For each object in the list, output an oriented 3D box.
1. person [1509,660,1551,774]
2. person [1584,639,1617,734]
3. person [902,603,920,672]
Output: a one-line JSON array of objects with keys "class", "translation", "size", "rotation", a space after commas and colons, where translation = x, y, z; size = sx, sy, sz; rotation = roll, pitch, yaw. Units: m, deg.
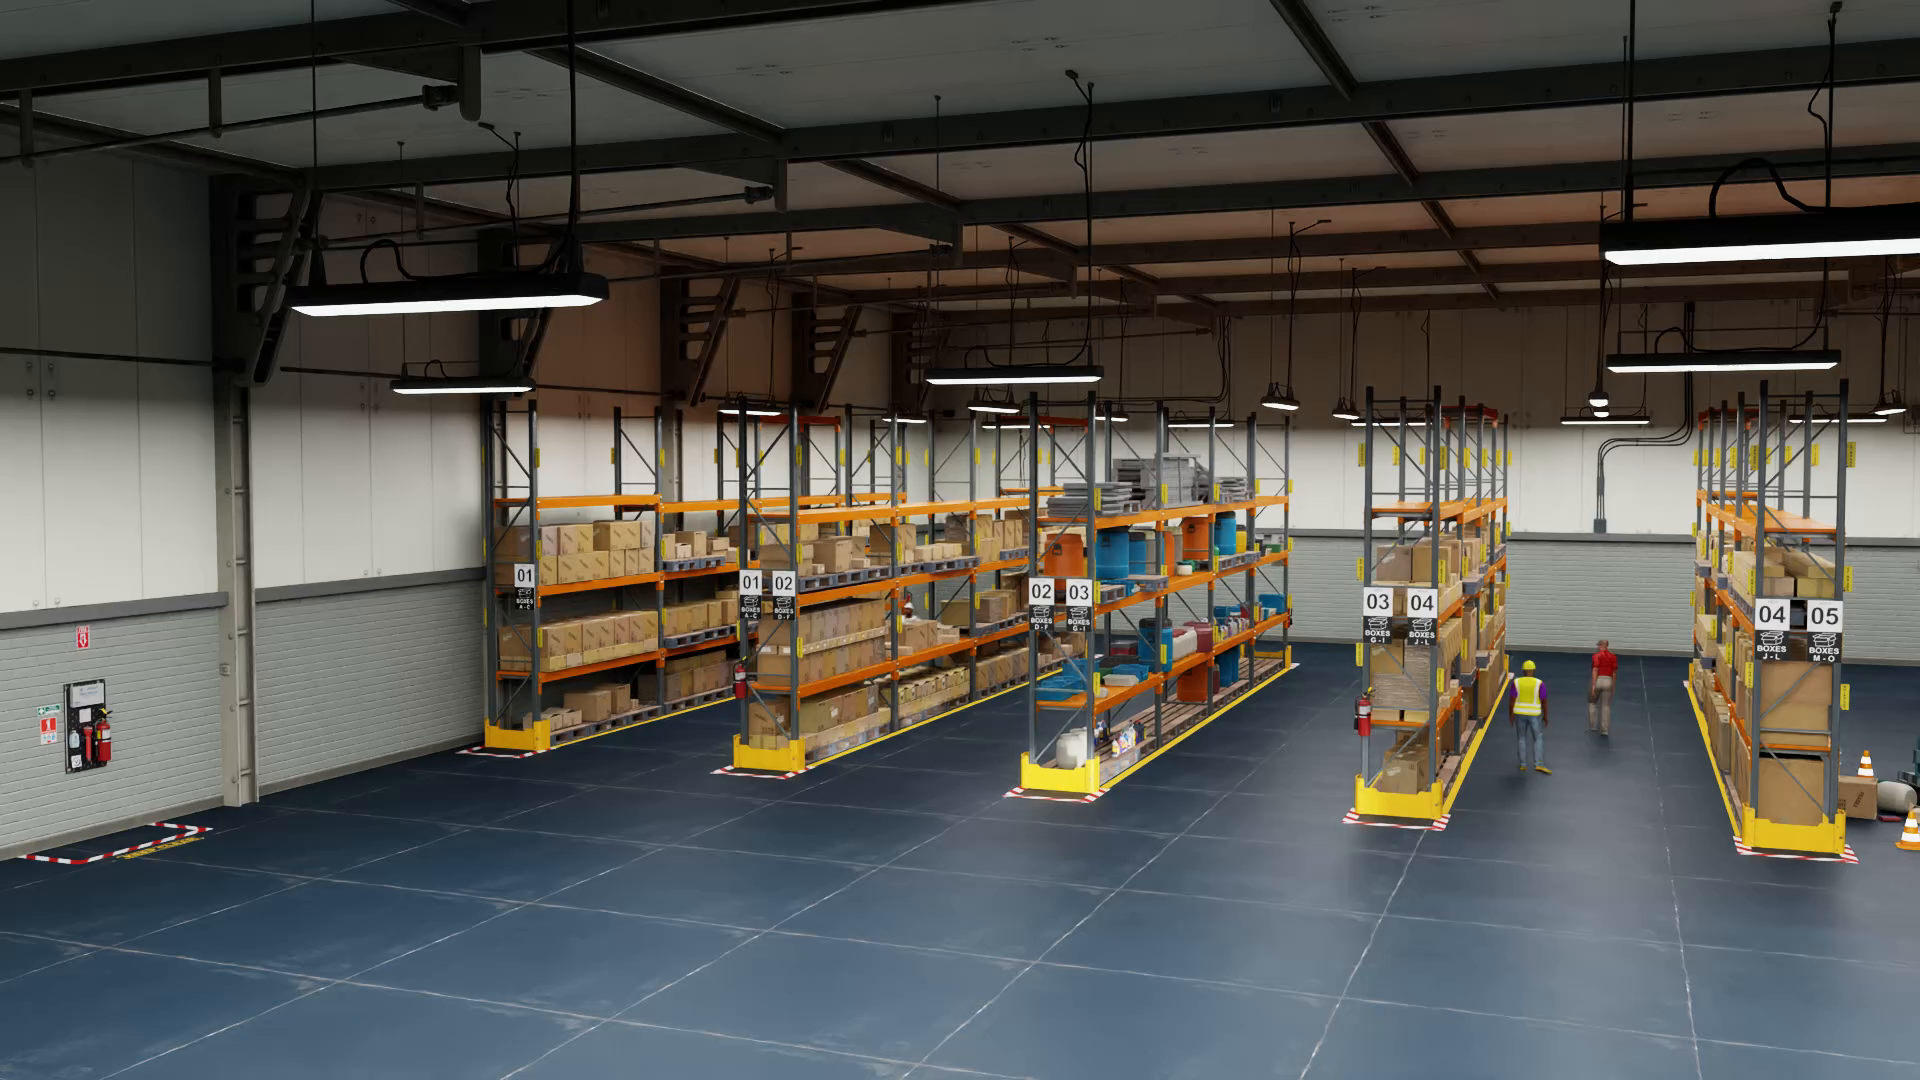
[{"class": "person", "translation": [9.114, 2.815, 26.552], "size": [0.672, 1.780, 0.457], "rotation": [1, 3, 25]}, {"class": "person", "translation": [11.644, 2.685, 30.121], "size": [0.541, 1.776, 0.609], "rotation": [1, 3, 10]}, {"class": "person", "translation": [-1.206, 2.288, 37.011], "size": [0.583, 1.751, 0.925], "rotation": [2, 3, 35]}]
